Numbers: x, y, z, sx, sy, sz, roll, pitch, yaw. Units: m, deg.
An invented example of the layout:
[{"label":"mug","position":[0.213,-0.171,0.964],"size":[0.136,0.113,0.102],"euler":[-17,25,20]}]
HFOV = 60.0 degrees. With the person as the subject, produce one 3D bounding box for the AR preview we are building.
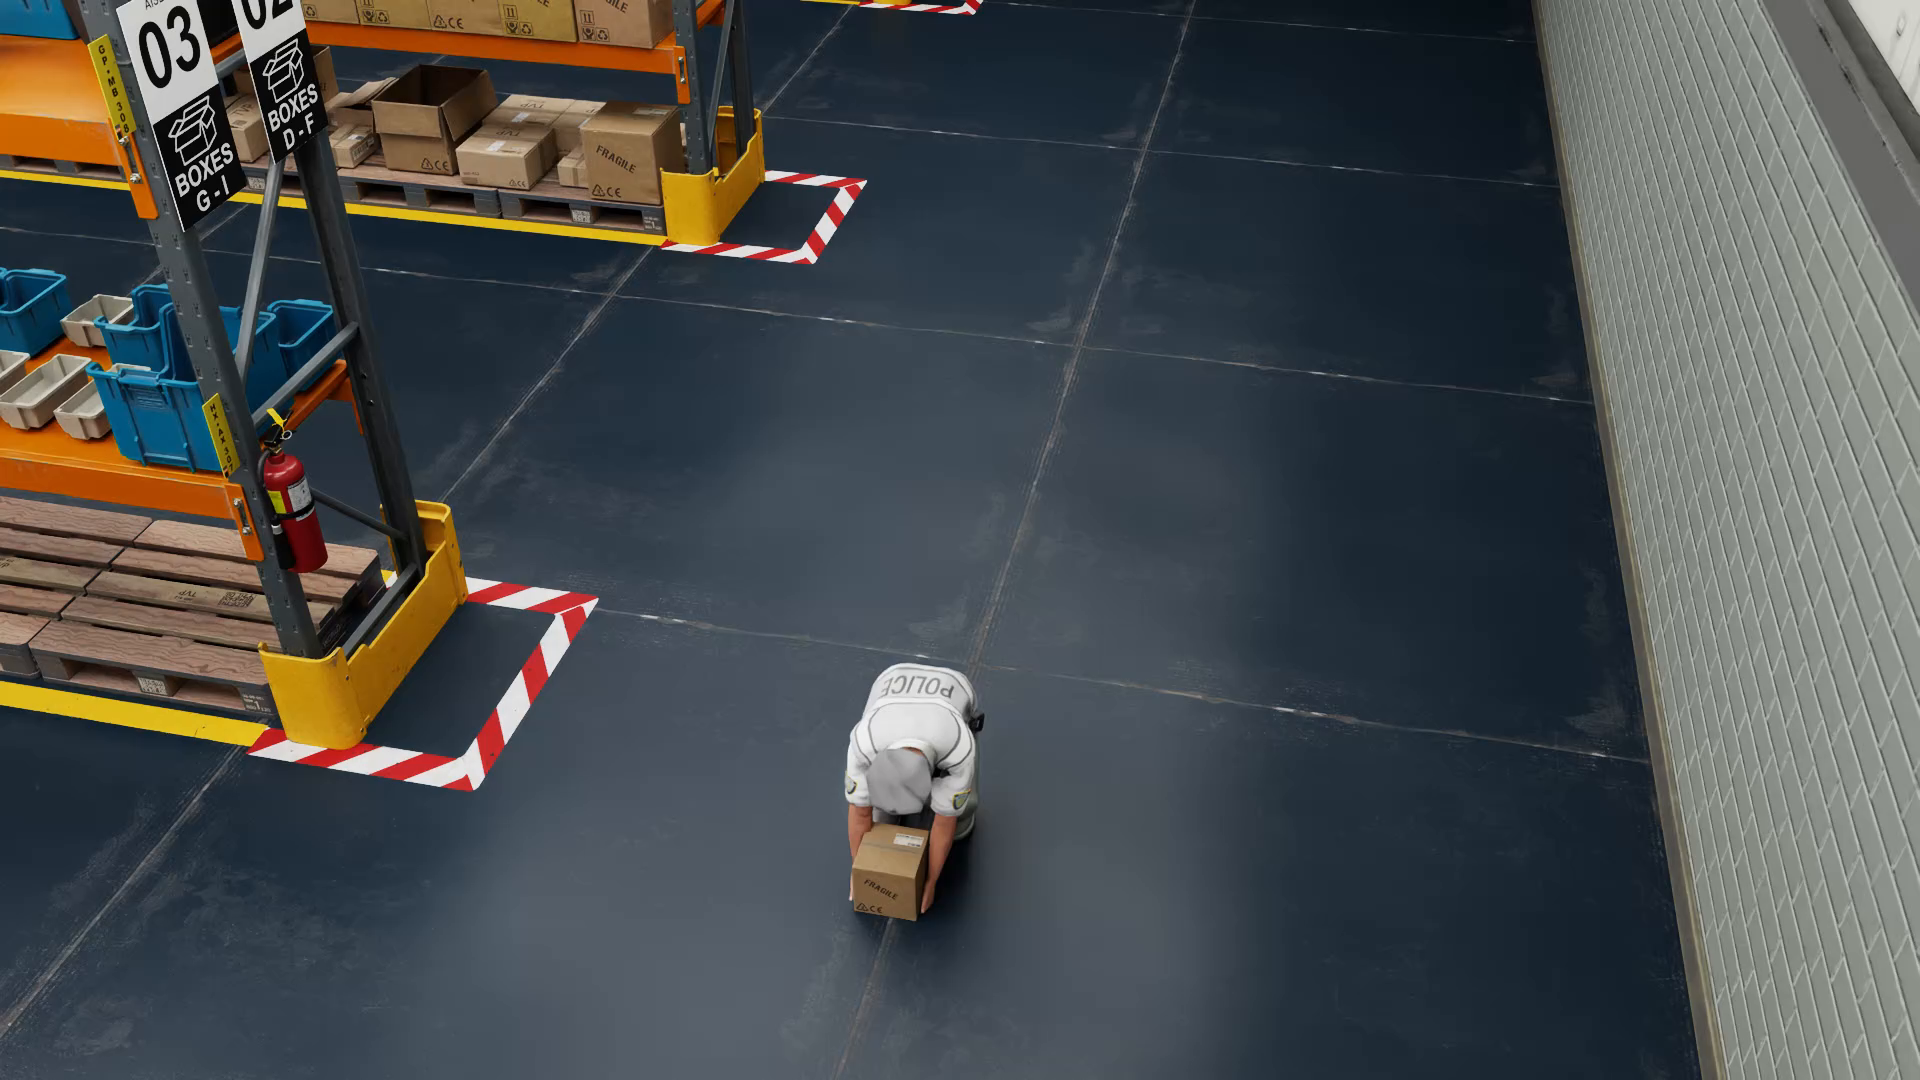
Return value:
[{"label":"person","position":[-0.179,0.925,6.561],"size":[0.537,0.907,0.987],"euler":[7,37,10]}]
